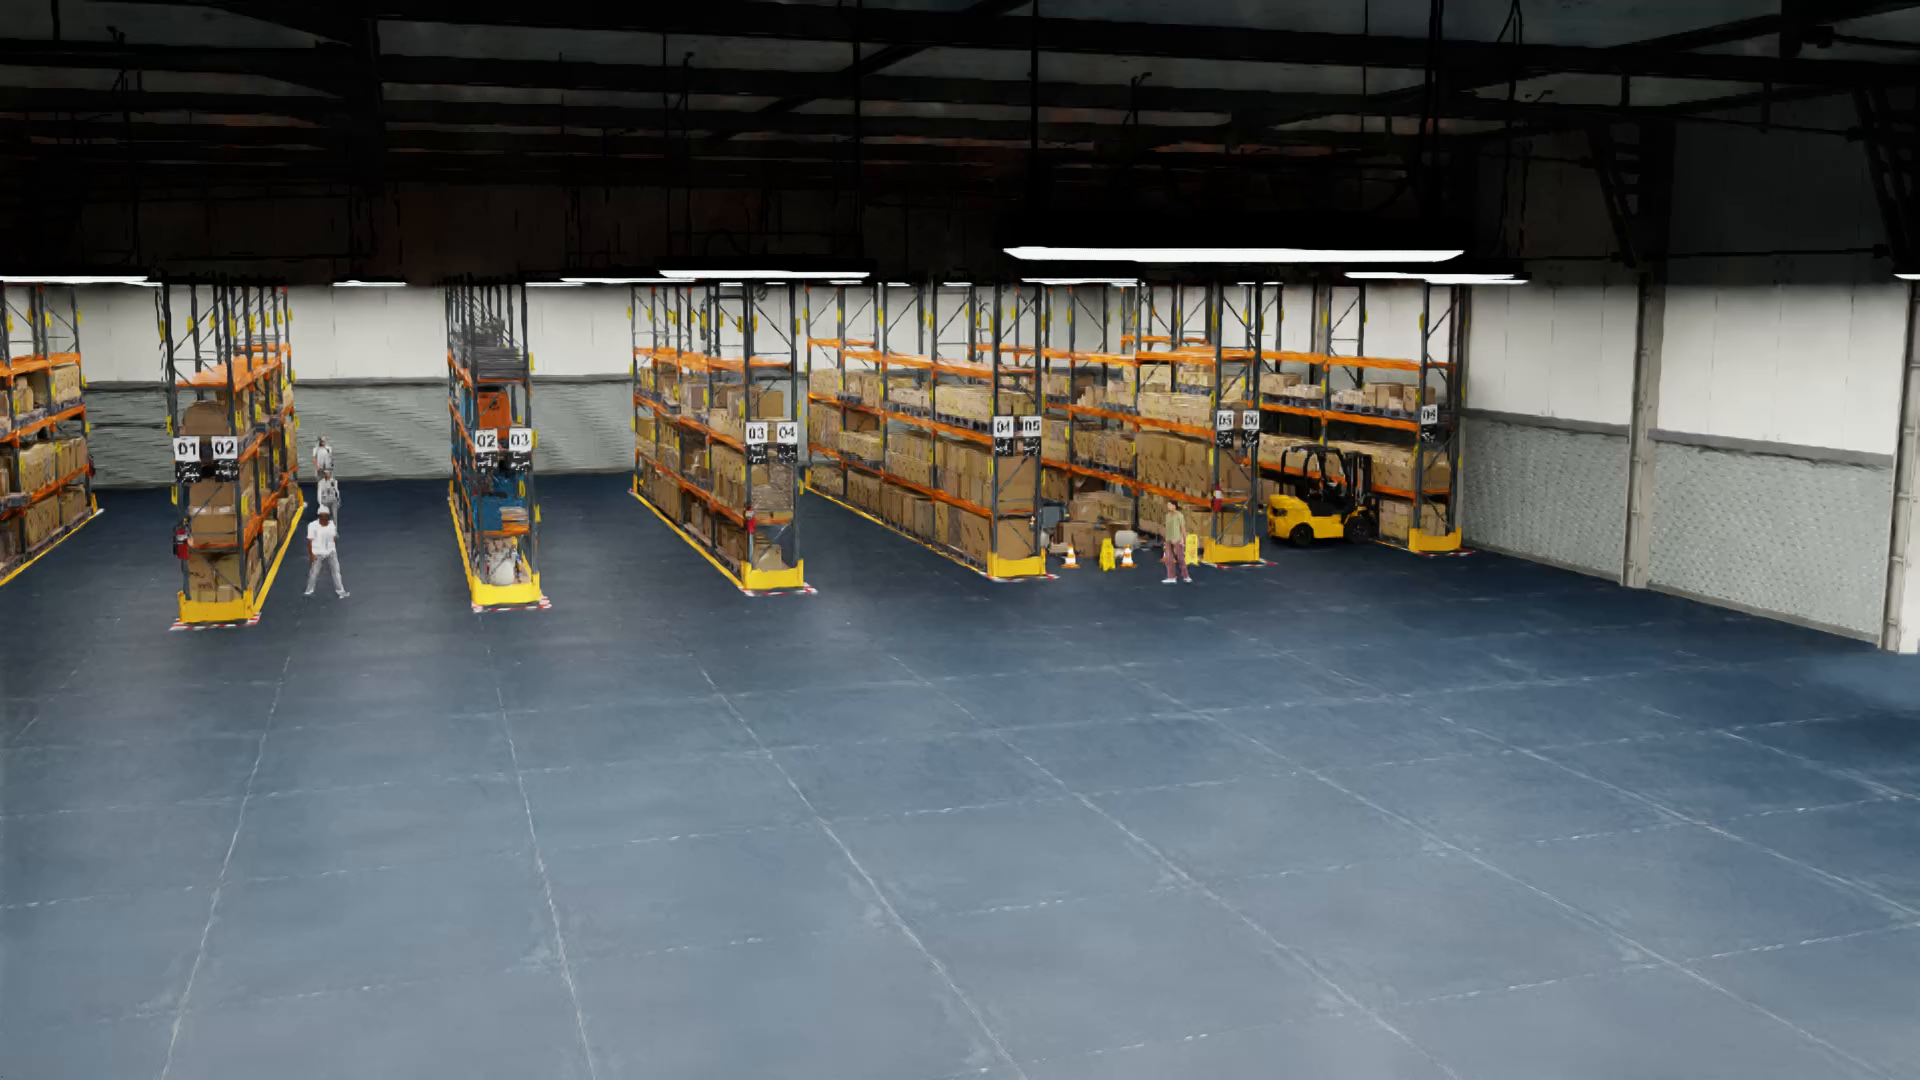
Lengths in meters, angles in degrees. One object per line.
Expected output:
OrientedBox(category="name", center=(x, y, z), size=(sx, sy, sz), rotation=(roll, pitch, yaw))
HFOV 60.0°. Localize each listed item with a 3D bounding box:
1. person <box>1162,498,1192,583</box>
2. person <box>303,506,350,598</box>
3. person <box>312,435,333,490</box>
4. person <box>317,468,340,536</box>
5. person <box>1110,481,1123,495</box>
OrientedBox(category="person", center=(4.253, 0.008, 32.581), size=(0.564, 1.665, 0.537), rotation=(8, 12, 44))
OrientedBox(category="person", center=(-11.827, 0.224, 30.877), size=(0.596, 1.738, 0.939), rotation=(-8, 12, -44))
OrientedBox(category="person", center=(-17.593, -2.061, 45.934), size=(0.535, 1.708, 1.036), rotation=(-4, 10, -27))
OrientedBox(category="person", center=(-14.682, -0.906, 38.674), size=(0.495, 1.589, 1.086), rotation=(-3, 9, -16))
OrientedBox(category="person", center=(4.197, -1.991, 45.247), size=(0.551, 1.782, 0.636), rotation=(2, 9, 11))
